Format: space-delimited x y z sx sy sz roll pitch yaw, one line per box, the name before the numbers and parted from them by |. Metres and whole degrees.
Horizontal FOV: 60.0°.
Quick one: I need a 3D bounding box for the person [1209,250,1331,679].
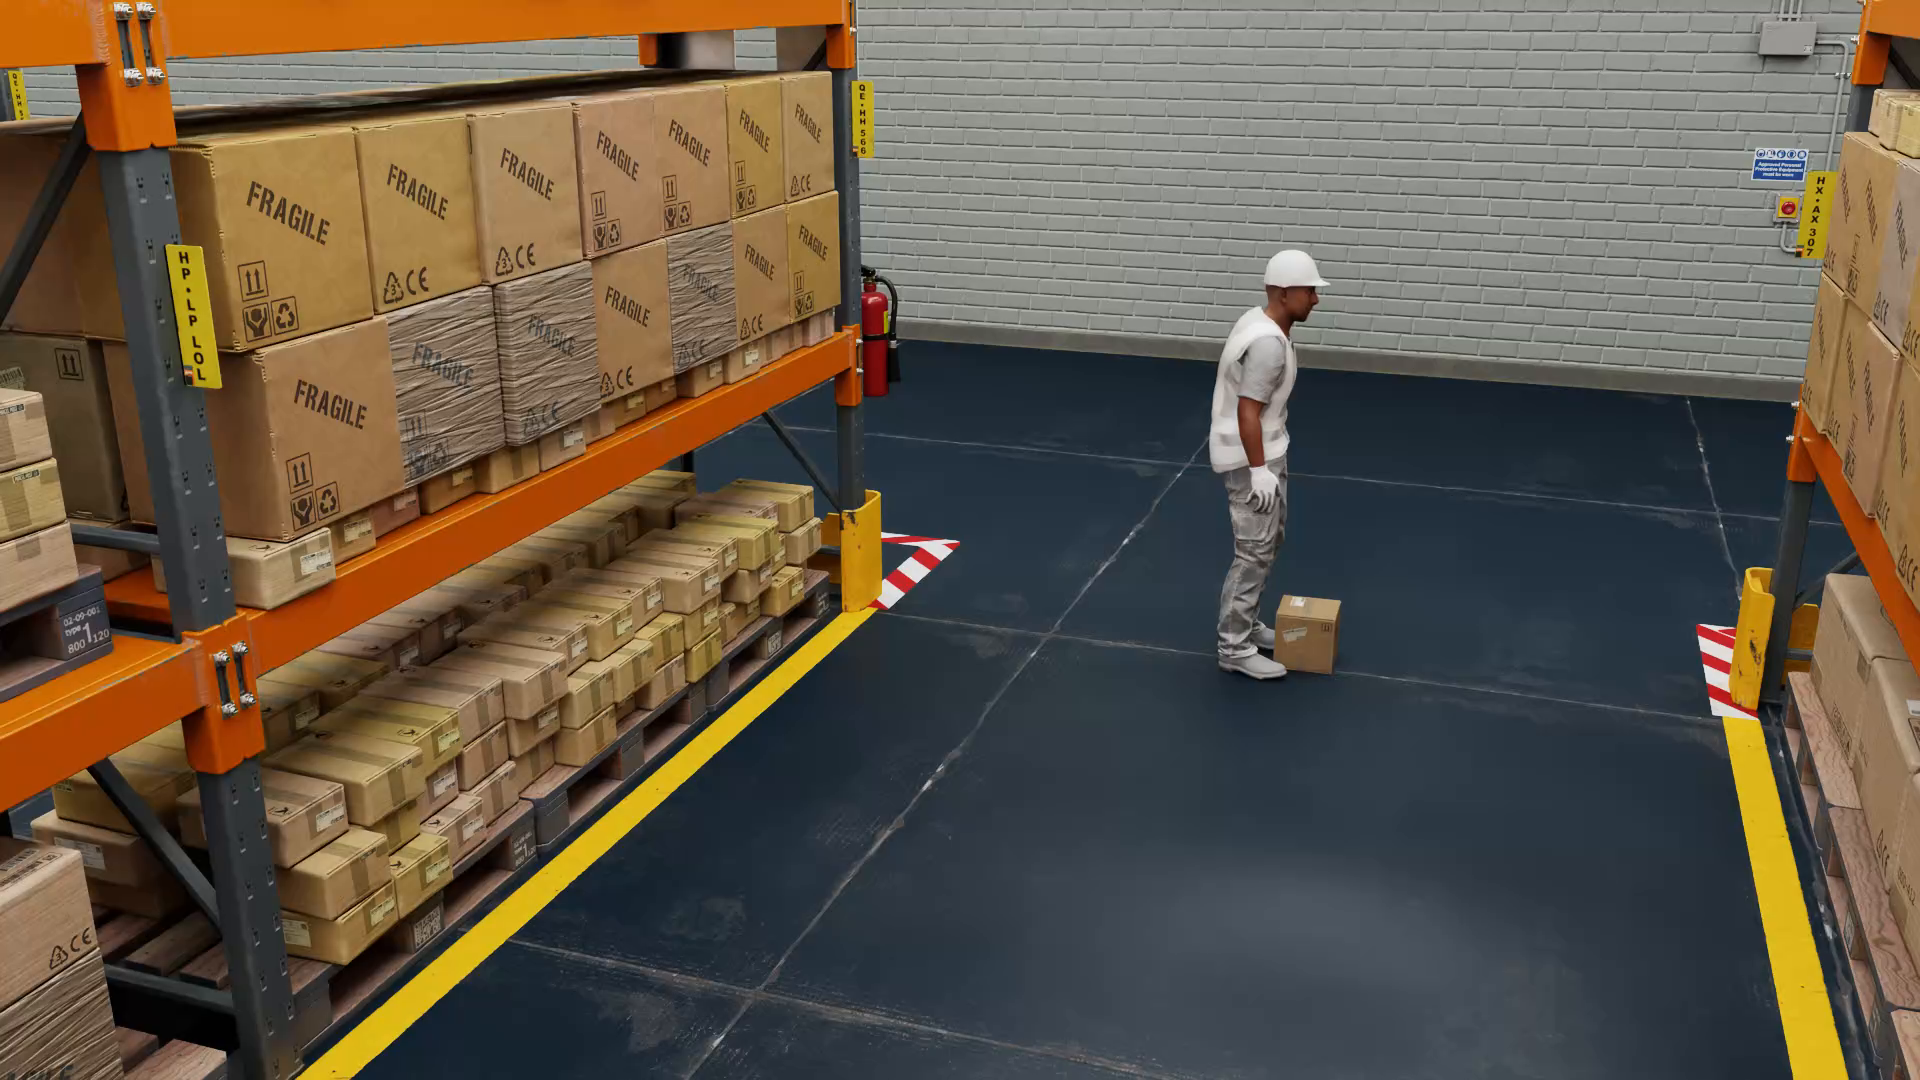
person | 1.286 -0.335 7.049 0.452 1.773 0.622 5 19 15
